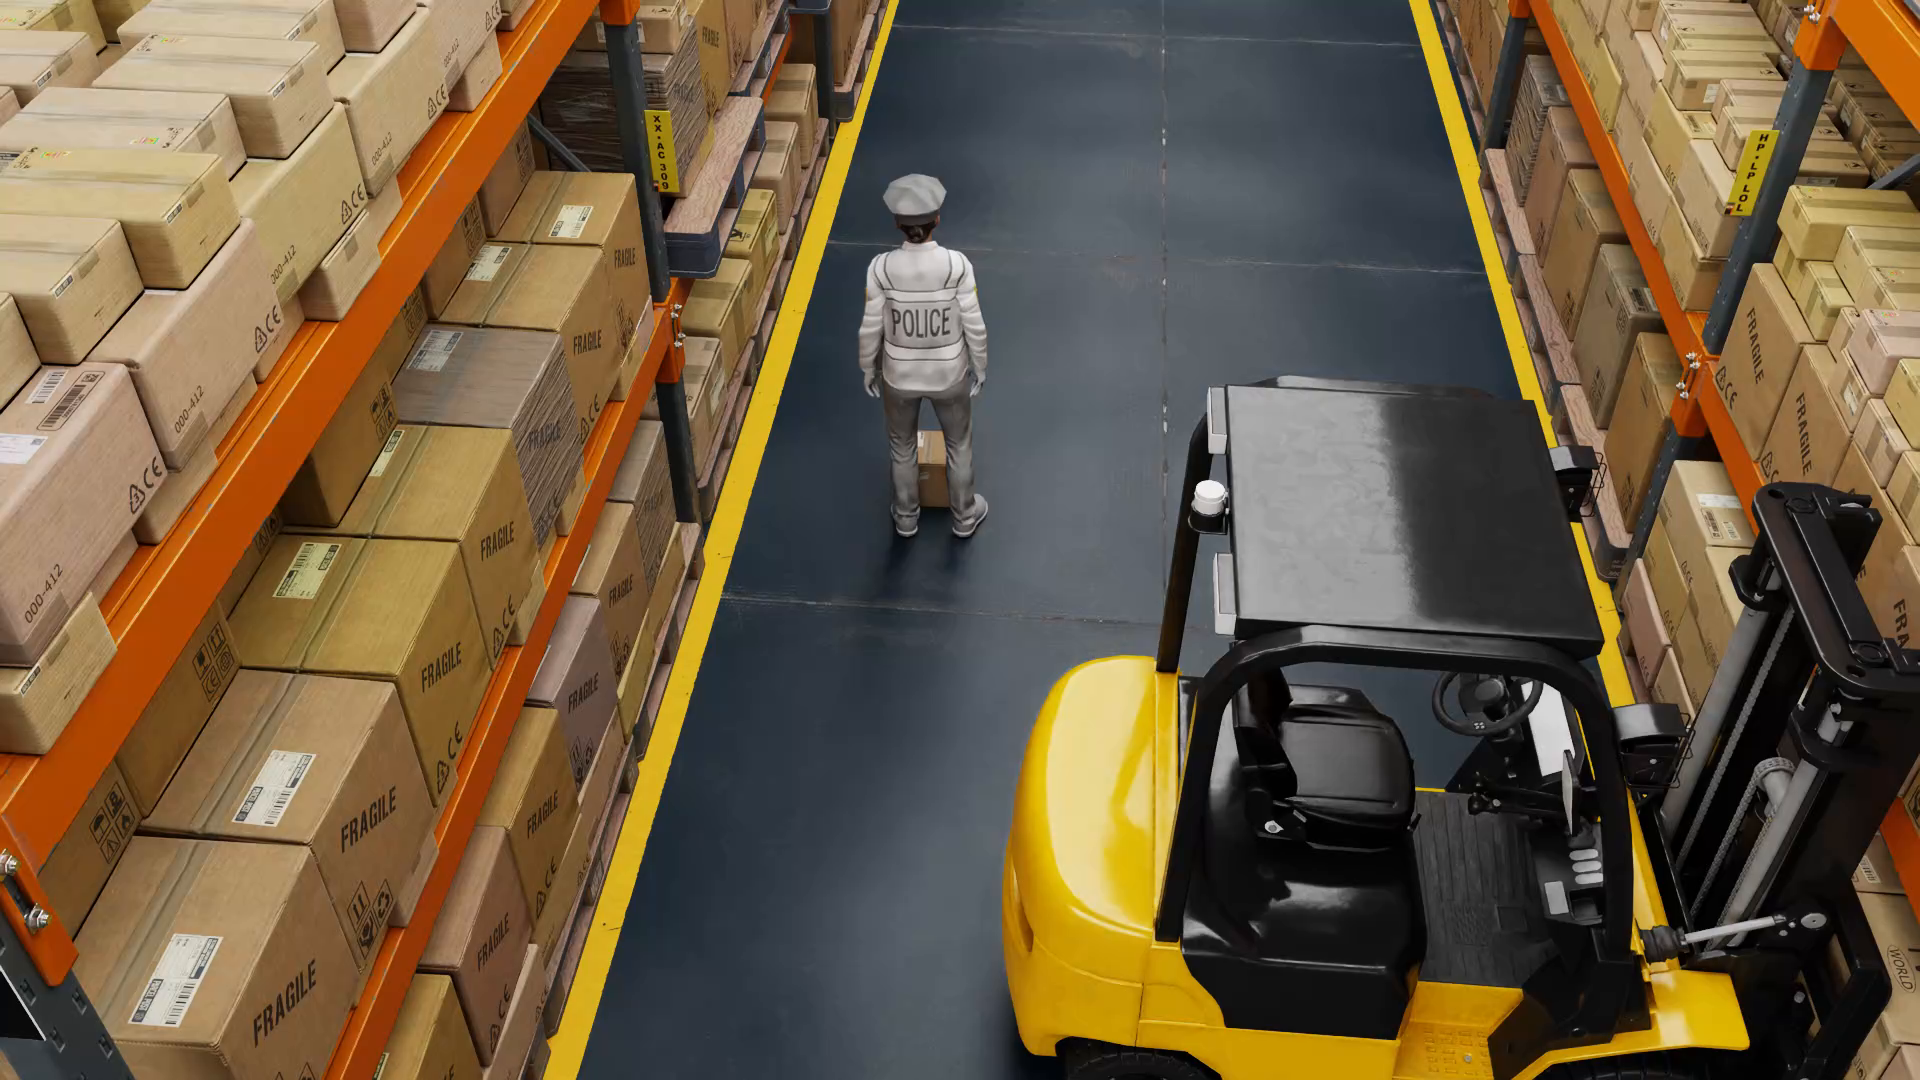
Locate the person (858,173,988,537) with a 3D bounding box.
[{"bbox_3d":[-0.149,-0.710,6.990,0.547,1.663,0.376,0,40,1],"label":"person"}]
